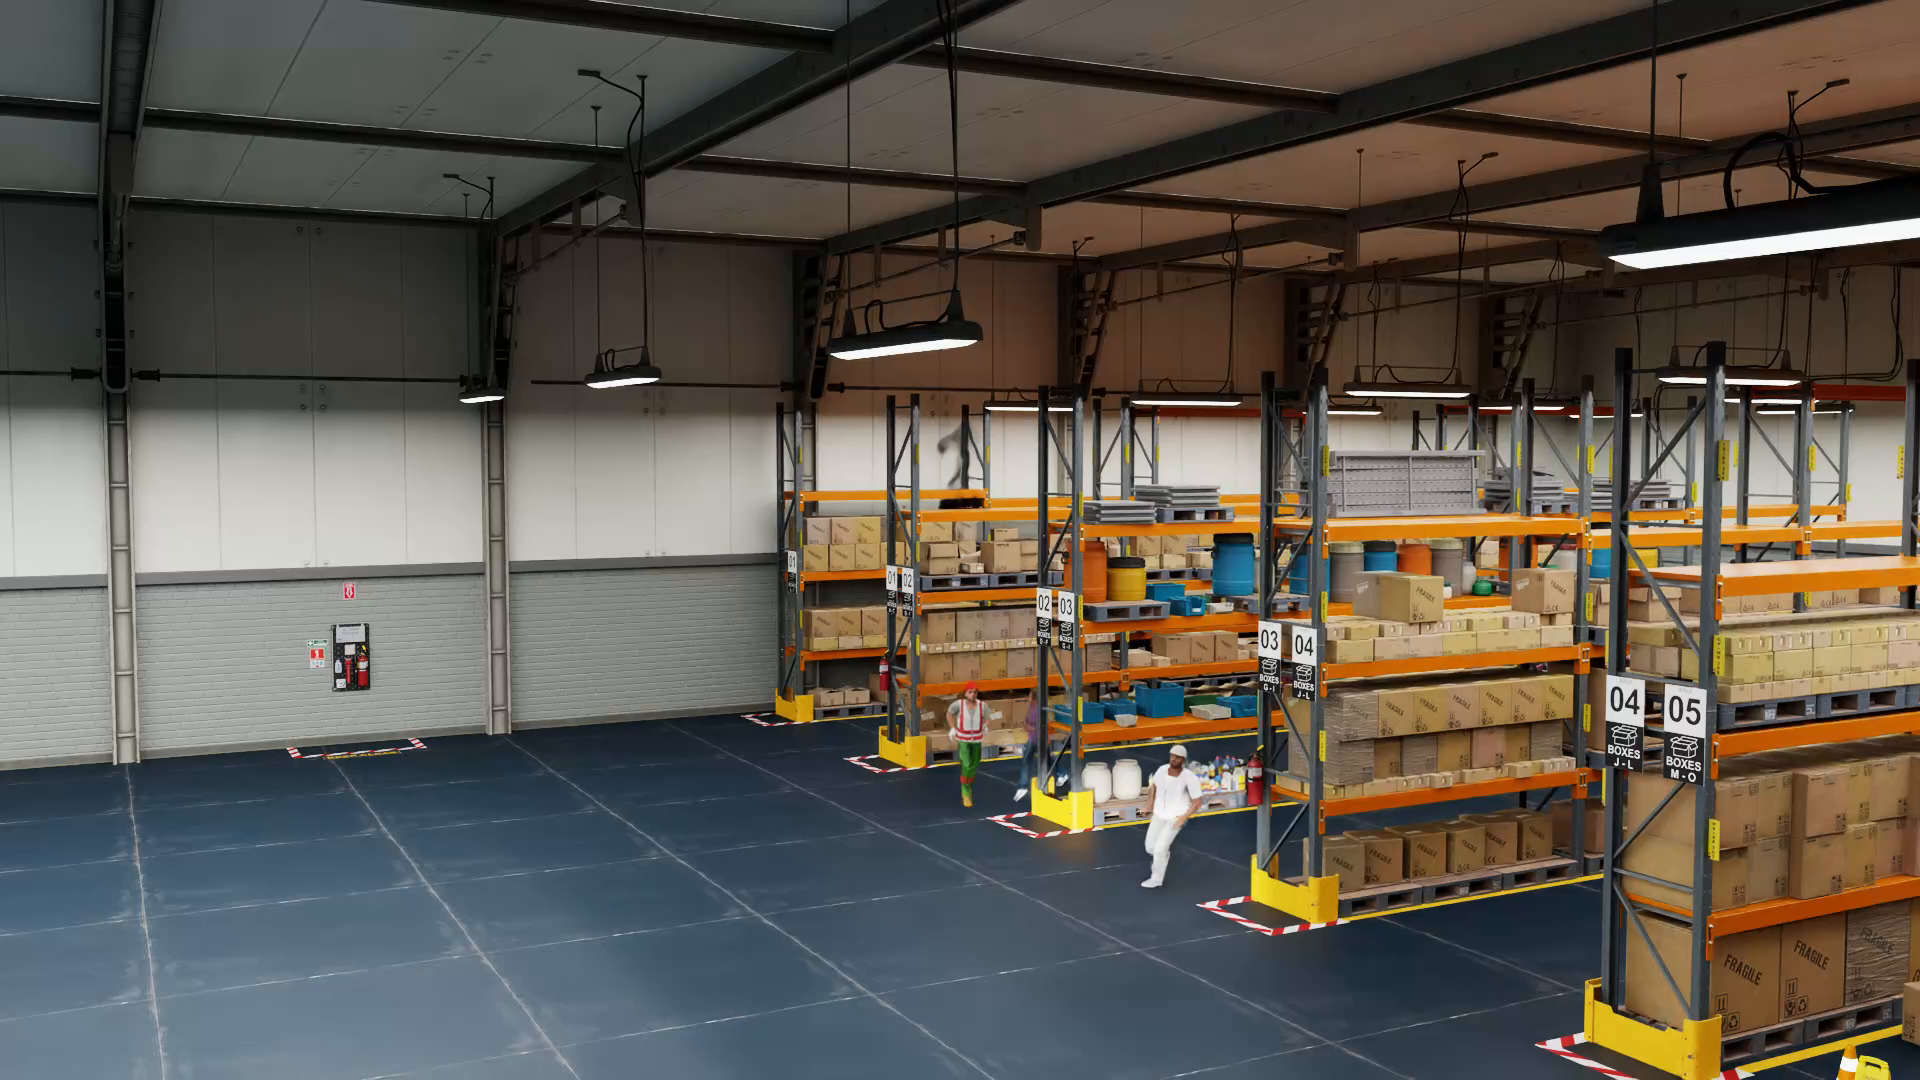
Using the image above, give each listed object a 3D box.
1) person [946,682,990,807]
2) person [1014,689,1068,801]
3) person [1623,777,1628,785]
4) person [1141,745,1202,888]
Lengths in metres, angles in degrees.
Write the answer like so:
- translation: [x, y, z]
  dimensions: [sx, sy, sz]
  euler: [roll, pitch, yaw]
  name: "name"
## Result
- translation: [0.142, 2.939, 24.003]
  dimensions: [0.588, 1.824, 0.864]
  euler: [-1, 3, -16]
  name: "person"
- translation: [1.200, 2.995, 24.457]
  dimensions: [0.974, 1.626, 0.465]
  euler: [-2, 4, -38]
  name: "person"
- translation: [9.929, 2.917, 25.158]
  dimensions: [0.553, 1.661, 0.570]
  euler: [-2, 4, -32]
  name: "person"
- translation: [2.461, 3.225, 19.391]
  dimensions: [0.745, 1.684, 0.545]
  euler: [3, 4, 38]
  name: "person"
